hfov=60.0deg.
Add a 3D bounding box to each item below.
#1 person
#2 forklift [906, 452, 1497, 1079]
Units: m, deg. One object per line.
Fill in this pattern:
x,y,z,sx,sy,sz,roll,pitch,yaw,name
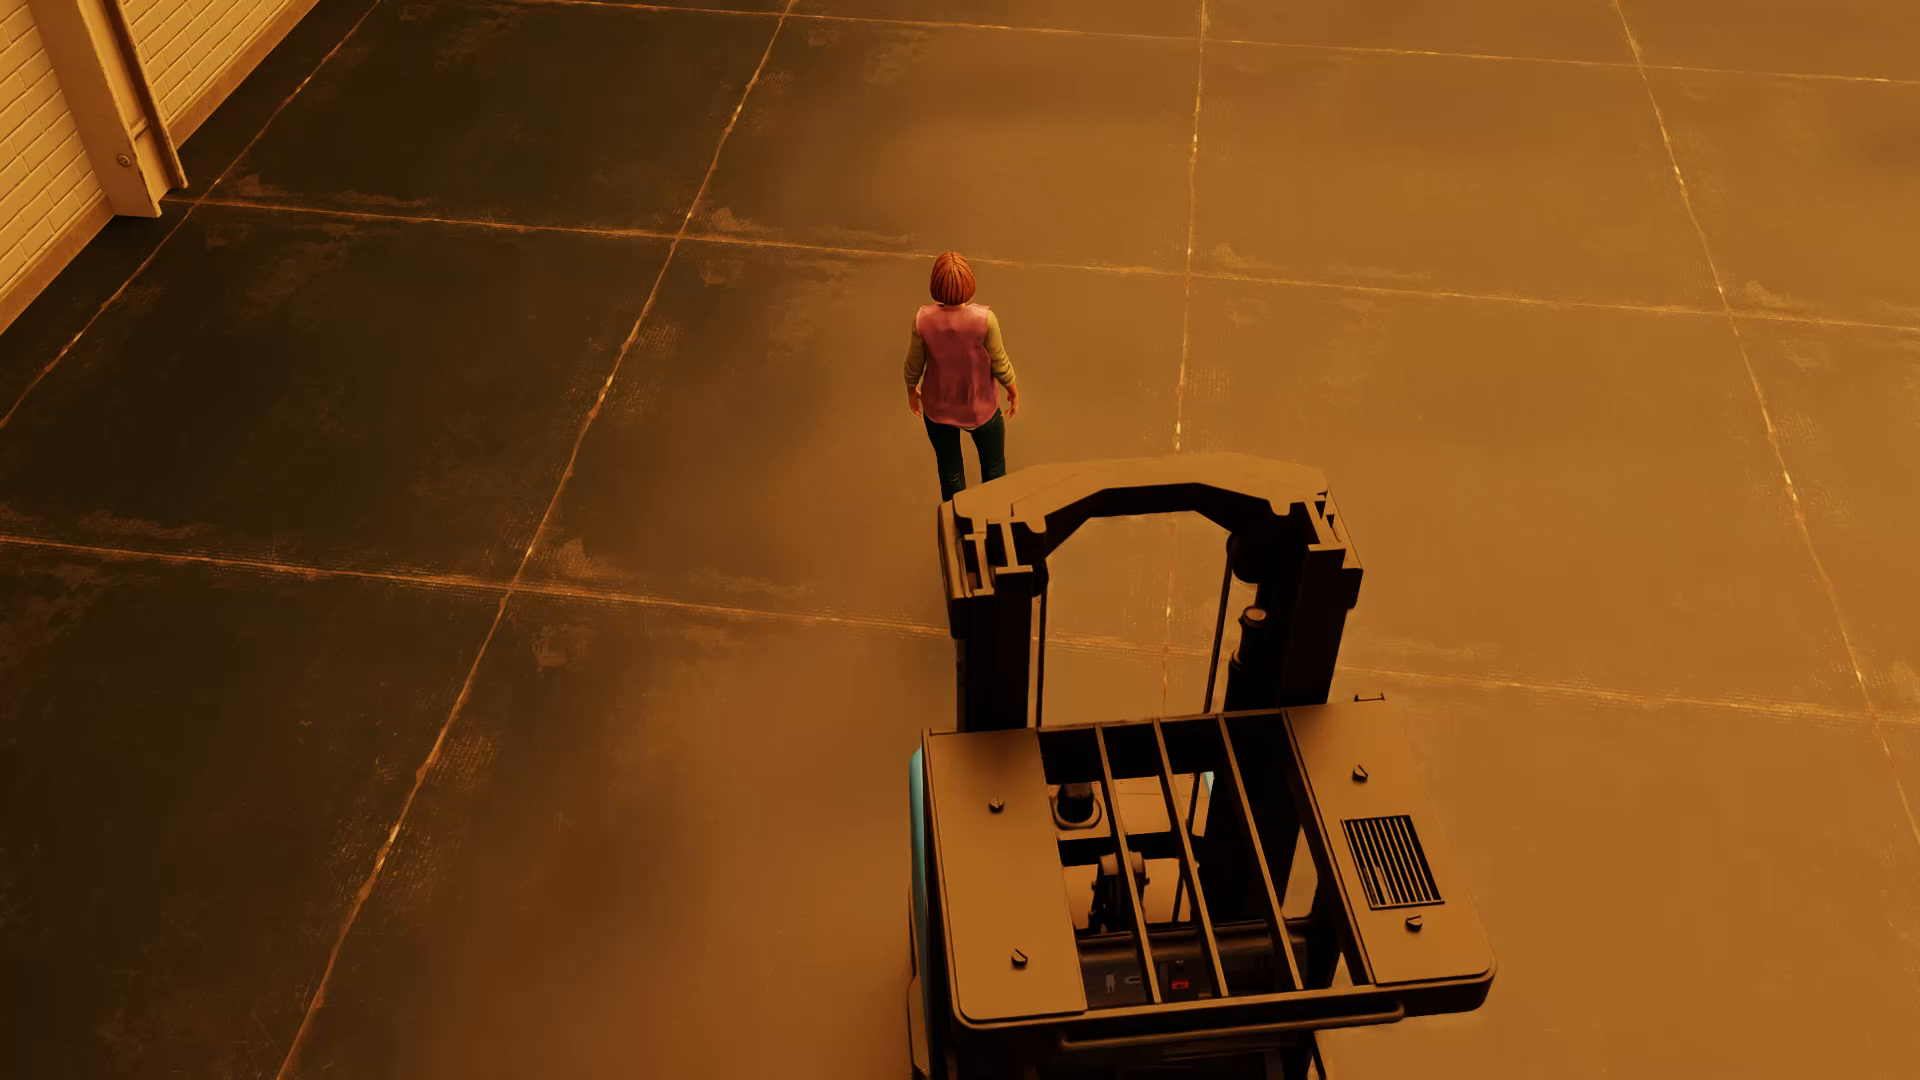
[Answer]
0.024,-0.643,7.399,0.520,1.599,0.473,5,43,6,person
0.483,1.348,4.257,1.130,2.935,3.031,-4,43,-4,forklift
